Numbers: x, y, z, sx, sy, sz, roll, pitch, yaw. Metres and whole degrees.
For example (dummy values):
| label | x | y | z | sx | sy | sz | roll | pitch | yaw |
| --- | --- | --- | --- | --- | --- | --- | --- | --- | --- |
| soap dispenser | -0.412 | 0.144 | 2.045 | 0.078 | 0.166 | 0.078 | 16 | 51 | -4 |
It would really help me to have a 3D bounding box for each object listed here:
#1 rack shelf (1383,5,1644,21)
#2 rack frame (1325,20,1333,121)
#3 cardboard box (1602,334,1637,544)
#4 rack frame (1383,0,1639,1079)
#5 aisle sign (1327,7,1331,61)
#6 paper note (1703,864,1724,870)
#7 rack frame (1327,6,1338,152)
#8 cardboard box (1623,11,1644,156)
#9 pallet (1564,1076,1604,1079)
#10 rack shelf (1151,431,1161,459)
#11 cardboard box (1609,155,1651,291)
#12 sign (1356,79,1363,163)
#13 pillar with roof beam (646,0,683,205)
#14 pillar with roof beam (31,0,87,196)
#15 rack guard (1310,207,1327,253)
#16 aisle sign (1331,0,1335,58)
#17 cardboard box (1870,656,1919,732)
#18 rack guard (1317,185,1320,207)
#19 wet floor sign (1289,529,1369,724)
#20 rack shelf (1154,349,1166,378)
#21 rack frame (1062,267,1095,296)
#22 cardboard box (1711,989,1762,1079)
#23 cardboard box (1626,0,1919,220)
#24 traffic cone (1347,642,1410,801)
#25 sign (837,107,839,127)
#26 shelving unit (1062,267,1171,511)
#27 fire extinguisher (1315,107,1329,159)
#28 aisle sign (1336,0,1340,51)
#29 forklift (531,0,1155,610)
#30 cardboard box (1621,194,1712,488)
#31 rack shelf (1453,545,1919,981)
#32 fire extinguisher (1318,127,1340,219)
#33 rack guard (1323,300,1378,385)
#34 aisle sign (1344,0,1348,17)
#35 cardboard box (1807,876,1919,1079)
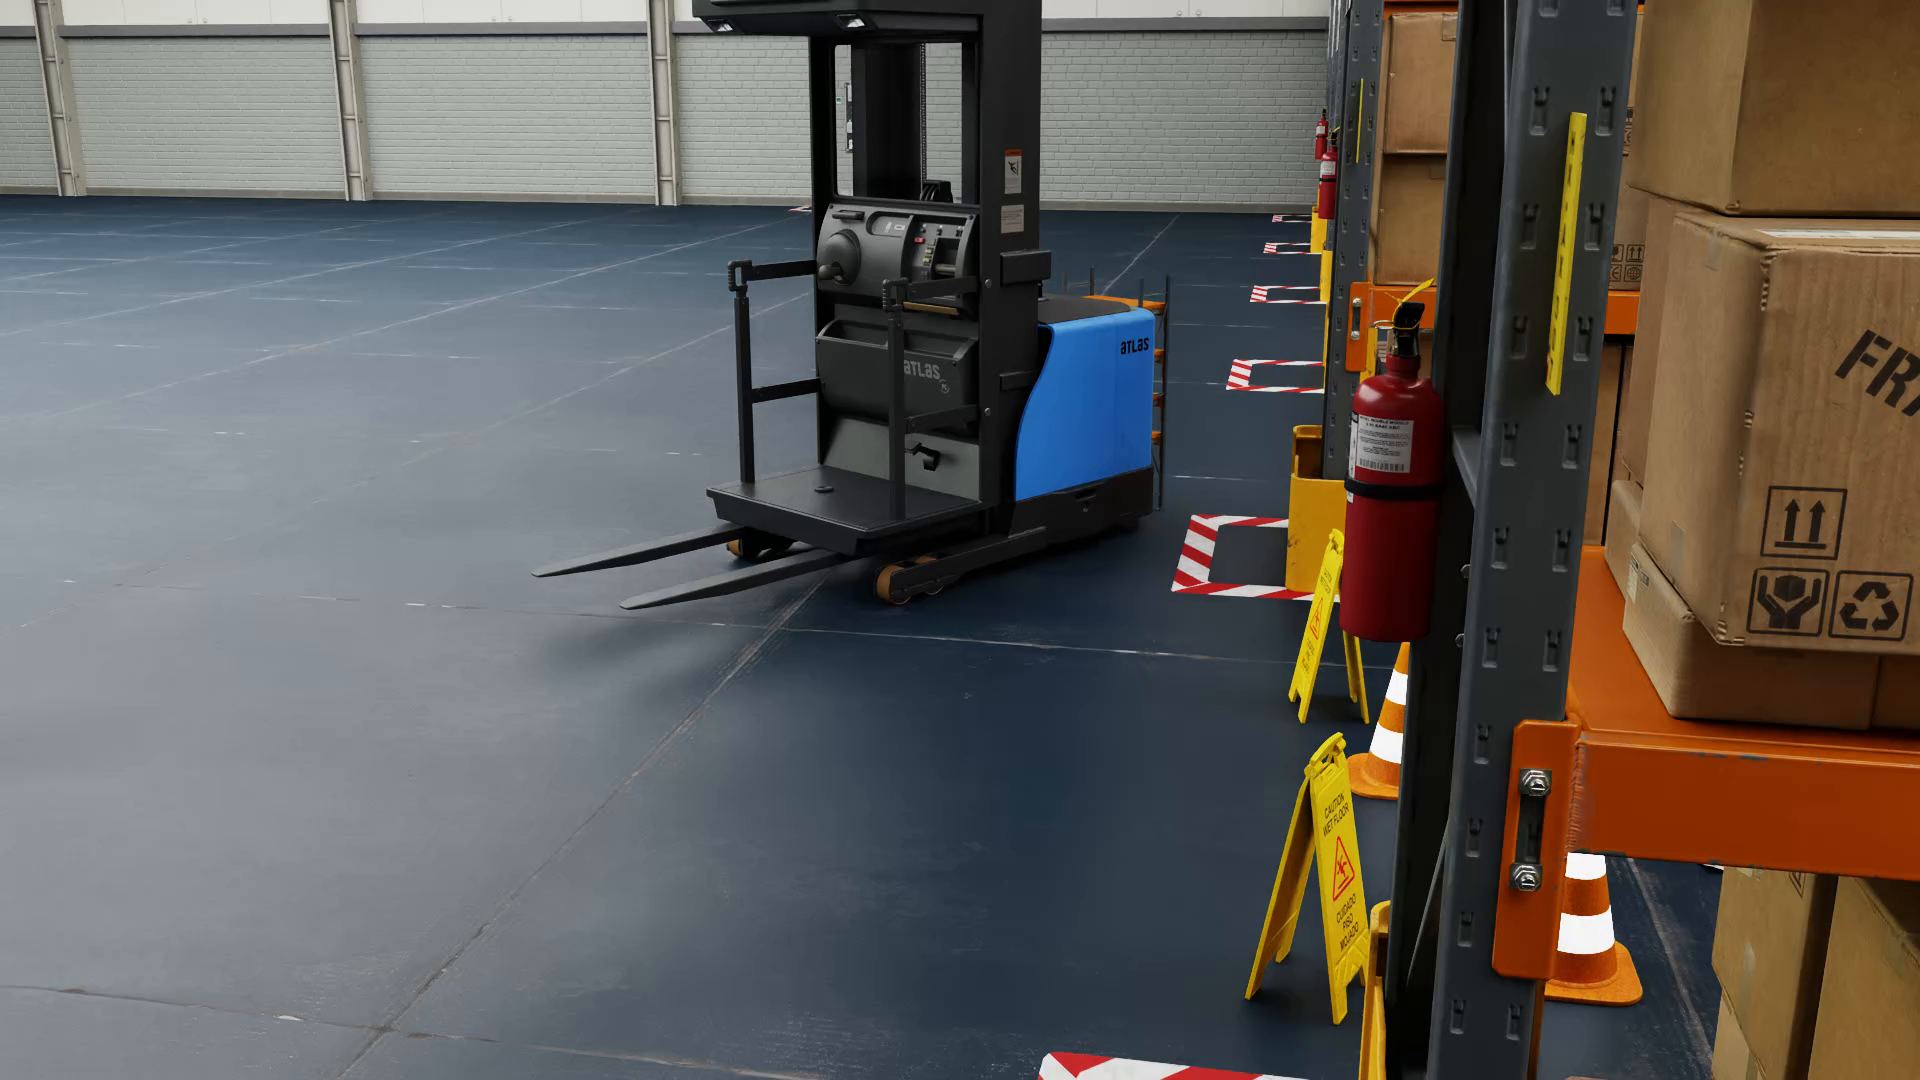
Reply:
| label | x | y | z | sx | sy | sz | roll | pitch | yaw |
| --- | --- | --- | --- | --- | --- | --- | --- | --- | --- |
| rack shelf | 5.749 | -4.946 | 15.955 | 4.000 | 0.370 | 1.077 | 3 | 16 | 11 |
| rack frame | 5.764 | -6.545 | 26.000 | 0.127 | 3.000 | 1.000 | 3 | 16 | 11 |
| cardboard box | 3.255 | -0.479 | 7.294 | 0.875 | 0.875 | 0.875 | 3 | 16 | 10 |
| rack frame | 0.827 | -0.064 | 2.604 | 0.053 | 2.616 | 0.949 | 3 | 16 | 11 |
| aisle sign | 5.633 | -7.723 | 25.383 | 0.004 | 0.787 | 0.394 | 3 | 16 | 11 |
| paper note | 2.151 | 0.895 | 4.702 | 0.142 | 0.019 | 0.148 | -2 | 16 | -8 |
| rack frame | 4.780 | -5.249 | 21.321 | 0.127 | 3.000 | 1.000 | 3 | 16 | 11 |
| cardboard box | 2.628 | -1.923 | 7.011 | 0.550 | 0.550 | 0.875 | 3 | 16 | 11 |
| pallet | 1.691 | 1.335 | 2.776 | 1.213 | 0.211 | 1.003 | 3 | 16 | 11 |
| rack shelf | 0.783 | -0.506 | 8.568 | 0.480 | 0.148 | 0.258 | 14 | 21 | 42 |
| cardboard box | 2.631 | -1.406 | 7.168 | 0.550 | 0.550 | 0.875 | 3 | 16 | 11 |
| sign | 1.599 | -1.676 | 6.653 | 0.005 | 0.325 | 0.100 | 3 | 16 | 11 |
| pillar with roof beam | -5.995 | -9.137 | 24.120 | 0.400 | 9.000 | 9.100 | 3 | 16 | 11 |
| pillar with roof beam | -17.755 | -9.775 | 26.425 | 0.400 | 9.000 | 9.100 | 3 | 16 | 11 |
| rack guard | 4.757 | -4.045 | 21.659 | 0.348 | 0.500 | 1.175 | 3 | 16 | 11 |
| aisle sign | 4.774 | -6.582 | 21.264 | 0.004 | 0.787 | 0.394 | 3 | 16 | 11 |
| cardboard box | 1.370 | 0.138 | 2.345 | 0.250 | 0.149 | 0.380 | 3 | 16 | 12 |
| rack guard | 5.838 | -5.336 | 26.319 | 0.348 | 0.500 | 1.175 | 3 | 16 | 11 |
| wet floor sign | 1.292 | 0.286 | 5.752 | 0.232 | 0.644 | 0.267 | 0 | 15 | 1 |
| rack shelf | 0.783 | -0.913 | 8.455 | 0.480 | 0.148 | 0.258 | 14 | 21 | 42 |
| rack frame | 0.608 | -0.808 | 8.660 | 0.015 | 1.200 | 0.240 | 14 | 21 | 42 |
| cardboard box | 1.697 | 1.032 | 3.013 | 0.500 | 0.250 | 0.500 | 3 | 16 | 11 |
| cardboard box | 1.372 | -0.768 | 2.529 | 0.500 | 0.500 | 0.700 | 3 | 16 | 10 |
| traffic cone | 1.394 | 0.535 | 5.195 | 0.334 | 0.463 | 0.336 | 3 | 16 | 11 |
| sign | -2.193 | -7.268 | 28.544 | 0.234 | 0.329 | 0.001 | 3 | 16 | 11 |
| shelving unit | 0.783 | -0.762 | 8.497 | 0.503 | 1.200 | 0.258 | 14 | 21 | 42 |
| fire extinguisher | 4.757 | -5.339 | 21.793 | 0.183 | 0.674 | 0.296 | 3 | 16 | 11 |
| aisle sign | 3.778 | -5.287 | 16.591 | 0.004 | 0.787 | 0.394 | 3 | 16 | 11 |
| forklift | -0.433 | -1.293 | 7.170 | 1.130 | 2.935 | 3.031 | 14 | 21 | 42 |
| cardboard box | 1.414 | -0.300 | 2.710 | 0.500 | 0.500 | 0.500 | 3 | 16 | 10 |
| rack shelf | 2.788 | 0.388 | 2.319 | 4.000 | 0.370 | 1.077 | 3 | 16 | 11 |
| fire extinguisher | 2.782 | -2.747 | 12.434 | 0.183 | 0.674 | 0.296 | 3 | 16 | 11 |
| rack guard | 2.877 | -1.449 | 12.285 | 0.348 | 0.500 | 1.175 | 3 | 16 | 11 |
| aisle sign | 1.705 | -2.700 | 7.252 | 0.004 | 0.787 | 0.394 | 3 | 16 | 11 |
| cardboard box | 1.586 | 0.813 | 2.398 | 0.500 | 0.500 | 0.500 | 3 | 16 | 9 |
